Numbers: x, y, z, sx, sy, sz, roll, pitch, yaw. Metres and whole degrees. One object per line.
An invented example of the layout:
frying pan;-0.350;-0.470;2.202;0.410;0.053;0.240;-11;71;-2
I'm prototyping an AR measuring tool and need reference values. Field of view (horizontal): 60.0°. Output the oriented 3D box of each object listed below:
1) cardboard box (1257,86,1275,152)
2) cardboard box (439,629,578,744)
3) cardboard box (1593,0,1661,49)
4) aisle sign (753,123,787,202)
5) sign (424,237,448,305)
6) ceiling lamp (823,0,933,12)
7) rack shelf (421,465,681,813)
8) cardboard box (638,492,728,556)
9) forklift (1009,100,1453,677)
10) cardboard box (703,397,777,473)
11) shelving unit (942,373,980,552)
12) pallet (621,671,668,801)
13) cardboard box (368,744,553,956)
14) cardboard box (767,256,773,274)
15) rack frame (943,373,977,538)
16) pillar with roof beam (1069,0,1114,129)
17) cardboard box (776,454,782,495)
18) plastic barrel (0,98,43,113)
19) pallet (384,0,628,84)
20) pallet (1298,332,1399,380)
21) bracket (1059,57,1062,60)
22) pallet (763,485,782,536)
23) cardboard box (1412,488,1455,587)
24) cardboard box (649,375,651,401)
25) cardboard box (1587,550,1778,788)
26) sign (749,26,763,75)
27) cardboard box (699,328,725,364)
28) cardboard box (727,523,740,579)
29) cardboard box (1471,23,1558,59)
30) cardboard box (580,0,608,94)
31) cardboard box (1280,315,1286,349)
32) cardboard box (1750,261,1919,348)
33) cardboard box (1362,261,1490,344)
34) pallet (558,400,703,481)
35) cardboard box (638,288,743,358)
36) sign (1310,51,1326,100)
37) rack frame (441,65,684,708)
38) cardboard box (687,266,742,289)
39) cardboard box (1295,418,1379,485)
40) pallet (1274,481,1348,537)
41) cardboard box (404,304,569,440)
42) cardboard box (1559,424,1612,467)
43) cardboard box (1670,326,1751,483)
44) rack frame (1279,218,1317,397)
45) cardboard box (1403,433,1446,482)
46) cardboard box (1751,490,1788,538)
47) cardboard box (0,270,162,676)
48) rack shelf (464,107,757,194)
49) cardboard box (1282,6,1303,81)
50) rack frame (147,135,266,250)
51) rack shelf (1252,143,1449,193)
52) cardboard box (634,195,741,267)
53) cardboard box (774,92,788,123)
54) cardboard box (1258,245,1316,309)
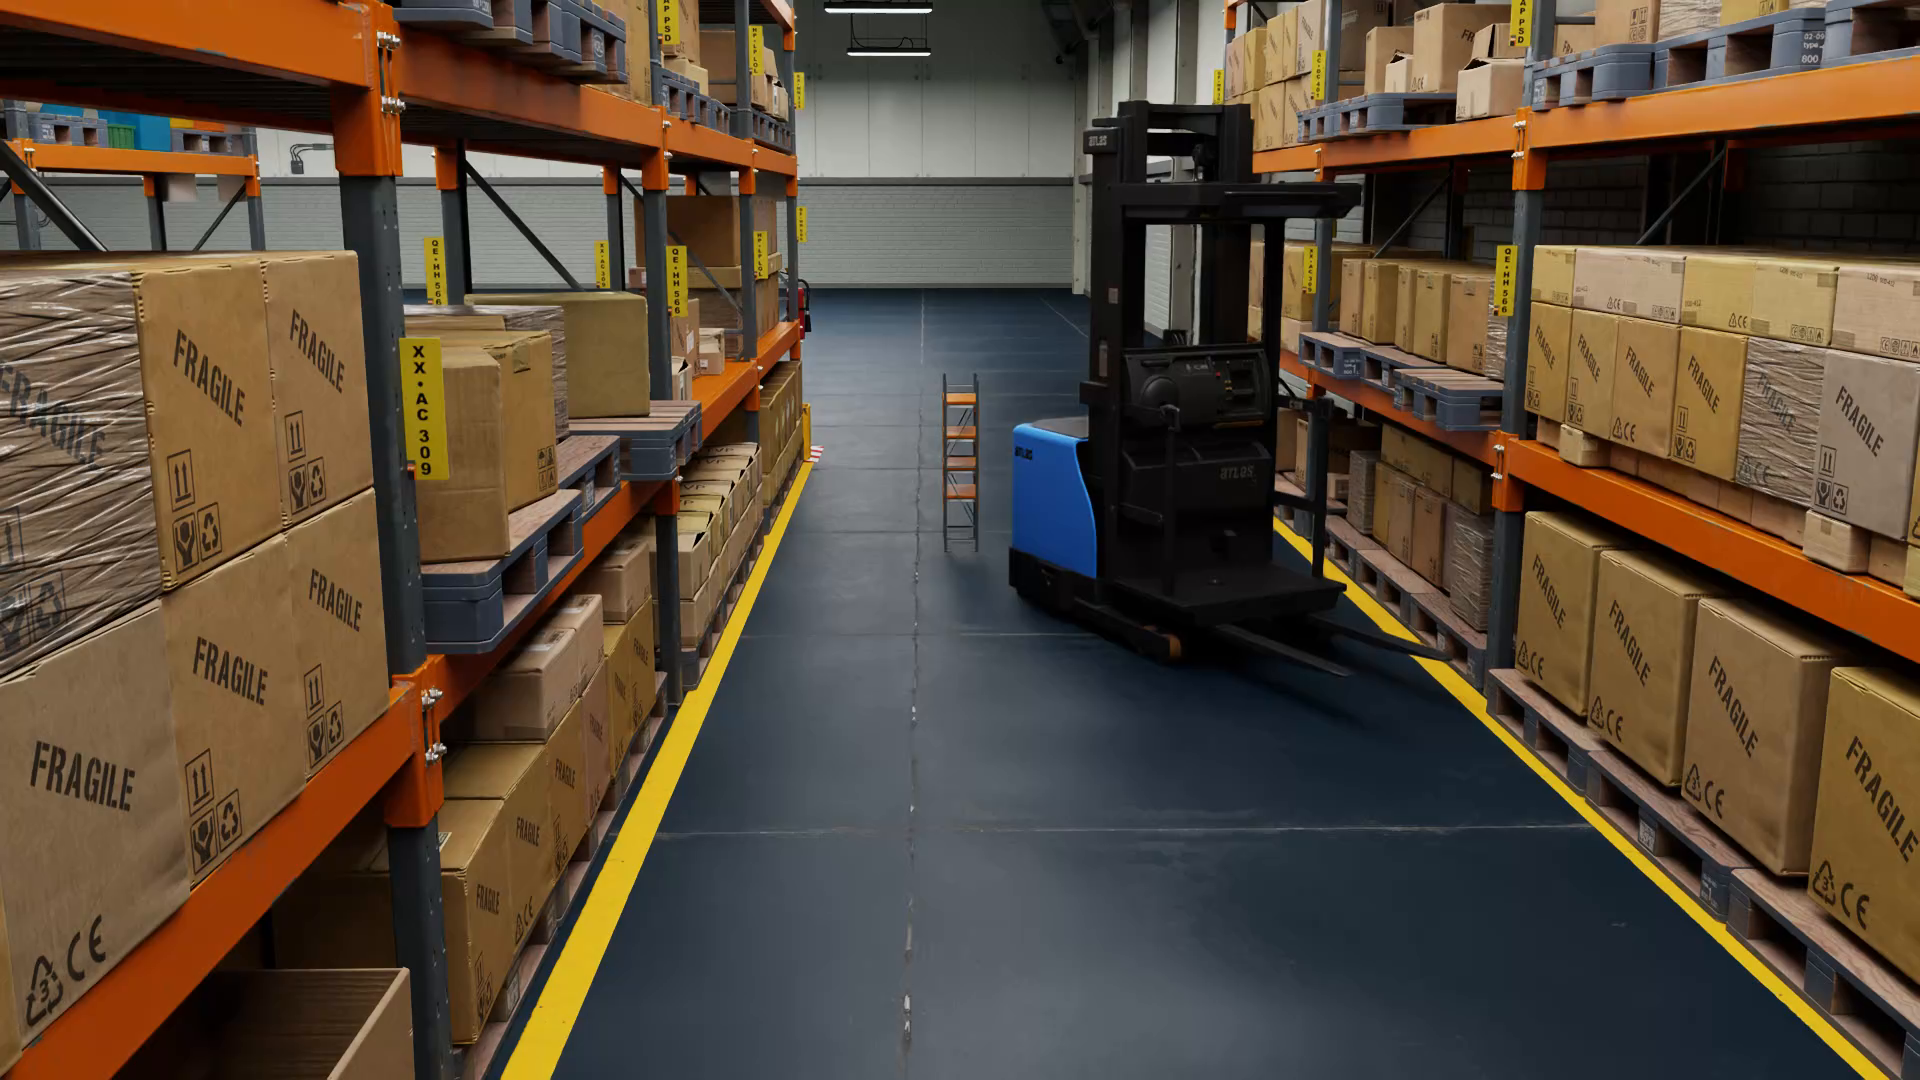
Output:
cardboard box;2.710;-3.422;13.538;0.500;0.500;0.500;0;11;2
cardboard box;-1.561;0.475;5.468;0.500;0.250;0.500;0;11;-1
cardboard box;3.163;-2.328;7.086;0.700;0.500;0.500;-1;12;-6
aisle sign;-1.730;-3.545;15.449;0.394;0.787;0.004;0;11;-1
sign;-2.412;-1.231;7.669;0.100;0.325;0.005;0;11;-1
ceiling lamp;-1.502;-11.307;30.478;2.000;3.185;0.800;0;11;-1
rack shelf;-1.815;0.084;5.910;1.077;0.370;4.000;0;11;-1
cardboard box;-1.602;-0.110;9.508;0.500;0.311;0.500;-1;11;-3
forklift;1.421;-0.878;9.015;1.130;2.935;3.031;-6;13;-26
cardboard box;-1.636;-0.781;12.336;0.500;0.500;0.500;0;11;-1
shelving unit;0.003;-0.555;11.778;0.258;1.200;0.503;0;11;-1
pallet;-1.879;0.849;7.344;1.003;0.211;1.213;0;11;-1
cardboard box;-1.563;0.935;5.085;0.500;0.500;0.500;0;11;0
cardboard box;-1.803;-2.343;14.181;0.380;0.149;0.250;0;11;1
rack frame;-0.002;-0.604;12.017;0.240;1.200;0.015;0;11;-1
pillar with roof beam;-0.990;-9.835;37.905;9.100;9.000;0.548;0;11;-1
cardboard box;-1.651;-0.512;12.900;0.500;0.250;0.500;0;11;-1
plastic barrel;-6.704;-3.259;11.696;0.421;0.512;0.421;0;11;0
pallet;-1.742;-1.585;5.256;1.213;0.211;1.003;0;11;-1
pallet;2.883;-1.236;11.089;1.003;0.211;1.213;0;11;-1
bracket;2.790;-13.244;45.656;0.076;0.066;3.189;0;11;-1
pallet;-1.914;-0.253;12.775;1.003;0.211;1.213;0;11;-1
cardboard box;3.096;-0.022;9.805;0.700;0.500;0.500;0;11;-1
cardboard box;-1.821;-0.695;8.165;0.500;0.311;0.500;0;11;2
cardboard box;2.991;0.481;6.493;0.750;0.750;0.750;0;11;-1
sign;-1.397;-3.343;11.358;0.100;0.325;0.005;0;11;-1
cardboard box;-1.886;-1.290;11.251;0.500;0.250;0.500;0;11;2
cardboard box;-1.612;0.065;10.054;0.500;0.250;0.500;0;11;0
cardboard box;3.162;-2.476;8.864;0.797;0.503;0.637;1;12;7
cardboard box;-1.793;-1.894;6.054;0.910;0.500;0.500;0;11;-1
cardboard box;2.698;-1.611;12.781;0.500;0.250;0.500;0;11;-1
cardboard box;2.901;-0.759;5.321;0.500;0.250;0.500;0;11;0
cardboard box;2.994;-1.535;10.721;0.700;0.500;0.500;1;12;5
pallet;-1.773;-0.438;7.155;1.213;0.211;1.003;0;11;-1
cardboard box;-1.955;-1.599;12.143;0.700;0.500;0.500;-1;11;-3
sign;2.471;-3.202;11.454;0.100;0.325;0.005;0;11;-1
rack frame;-1.857;-0.666;7.799;1.000;3.000;0.127;0;11;-1
cardboard box;-1.751;-1.882;11.911;0.380;0.149;0.250;0;11;-1
cardboard box;2.952;-0.679;13.043;0.500;0.500;0.500;-1;12;-5
pallet;2.964;-0.249;12.756;1.003;0.211;1.213;0;11;-1
cardboard box;-1.903;-0.614;6.232;0.700;0.500;0.500;2;12;10
cardboard box;2.788;-0.404;7.089;0.380;0.149;0.250;0;11;1
cardboard box;2.879;-0.488;5.870;0.500;0.500;0.500;0;11;0
rack frame;2.930;-2.278;15.741;1.000;3.000;0.127;0;11;-1
cardboard box;3.072;-0.503;10.290;0.500;0.250;0.500;-1;11;-3
cardboard box;2.906;-0.098;5.577;0.380;0.149;0.250;-1;11;-3
cardboard box;-1.481;-0.109;2.284;0.500;0.500;0.500;0;11;-1
rack shelf;-1.898;-2.181;9.532;1.077;0.370;4.000;0;11;-1
cardboard box;2.710;-3.709;12.437;0.500;0.500;0.500;0;11;2
rack frame;-6.975;-2.237;15.541;1.000;3.000;0.127;0;11;-1
rack shelf;2.972;-2.997;13.555;1.077;0.370;4.000;0;11;-1
cardboard box;-1.955;-2.234;12.014;0.700;0.500;0.500;0;11;-1
cardboard box;-1.735;-3.700;14.175;0.500;0.250;0.500;0;11;-1
cardboard box;2.678;-2.078;13.200;0.500;0.500;0.500;-1;11;-3
